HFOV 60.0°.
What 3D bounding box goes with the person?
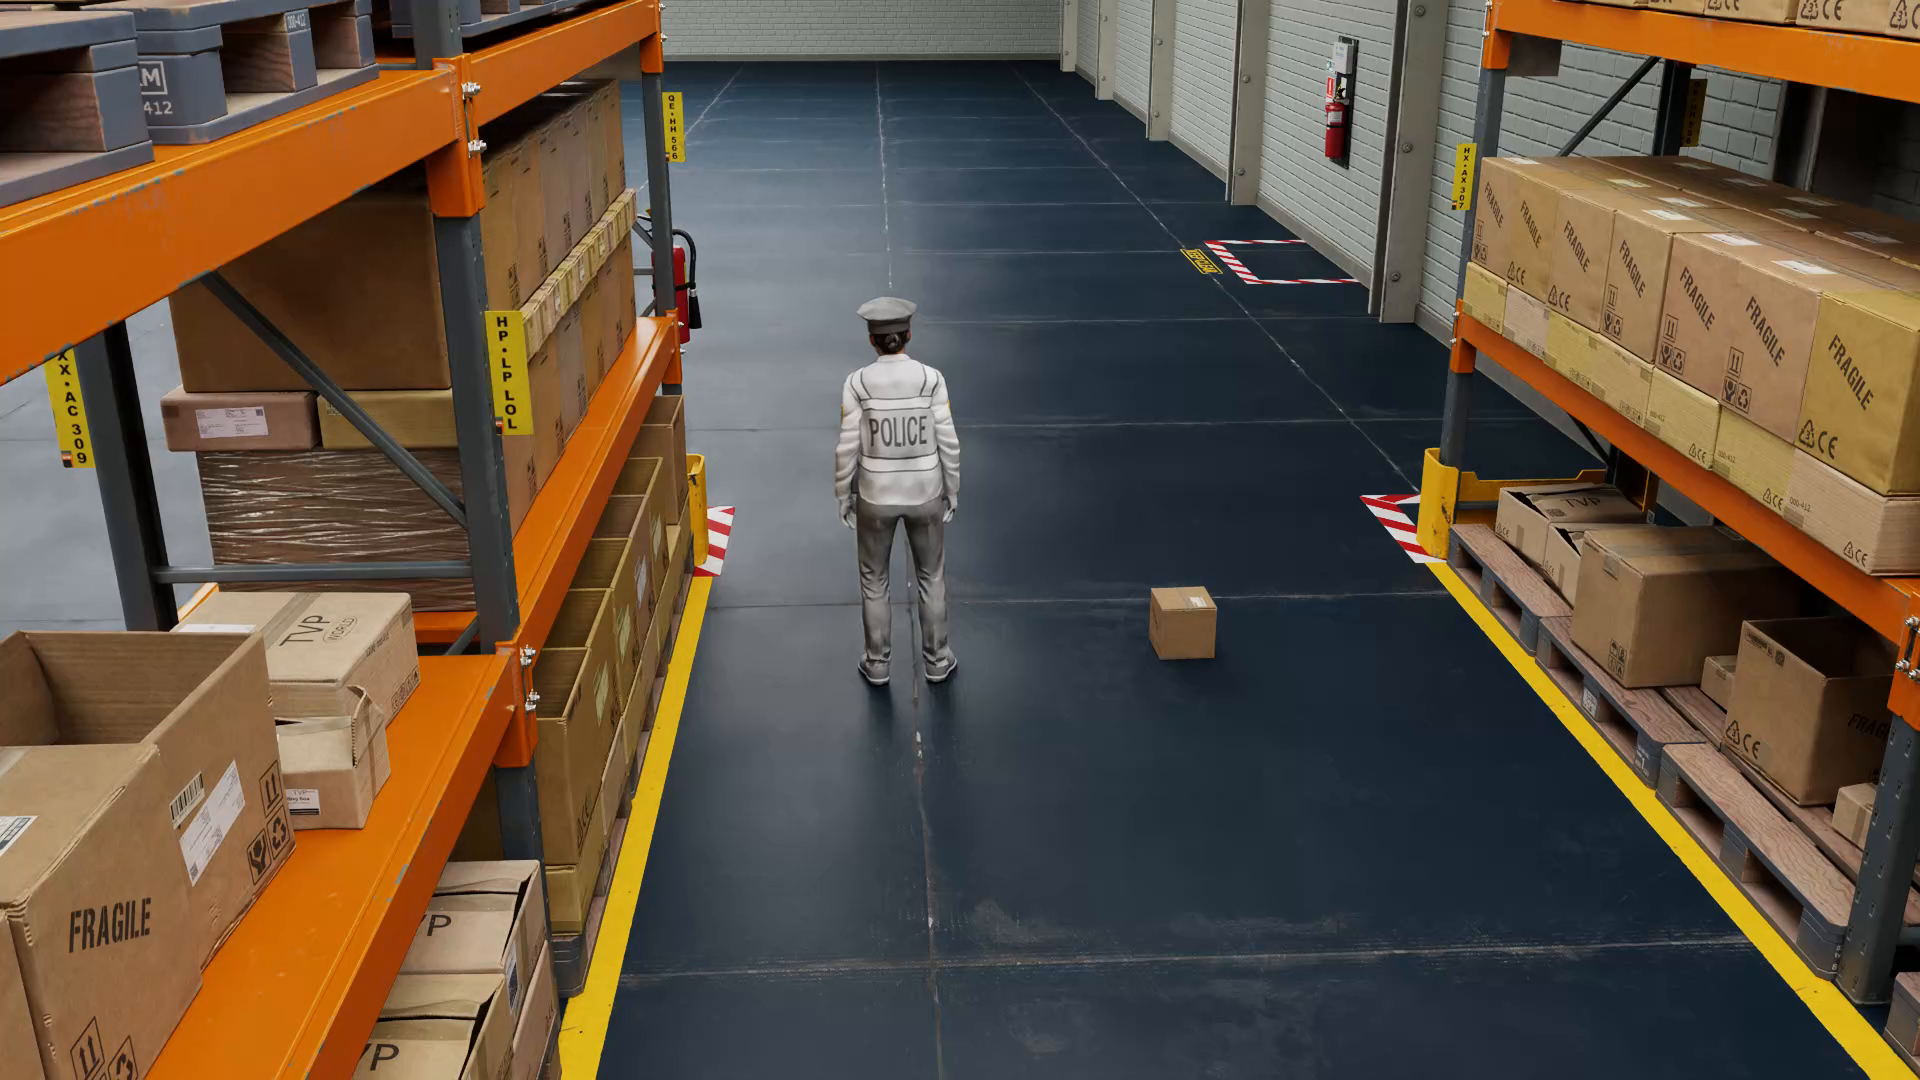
[{"bbox_3d":[-0.265,-0.180,7.053,0.532,1.663,0.375,-2,21,-6],"label":"person"}]
